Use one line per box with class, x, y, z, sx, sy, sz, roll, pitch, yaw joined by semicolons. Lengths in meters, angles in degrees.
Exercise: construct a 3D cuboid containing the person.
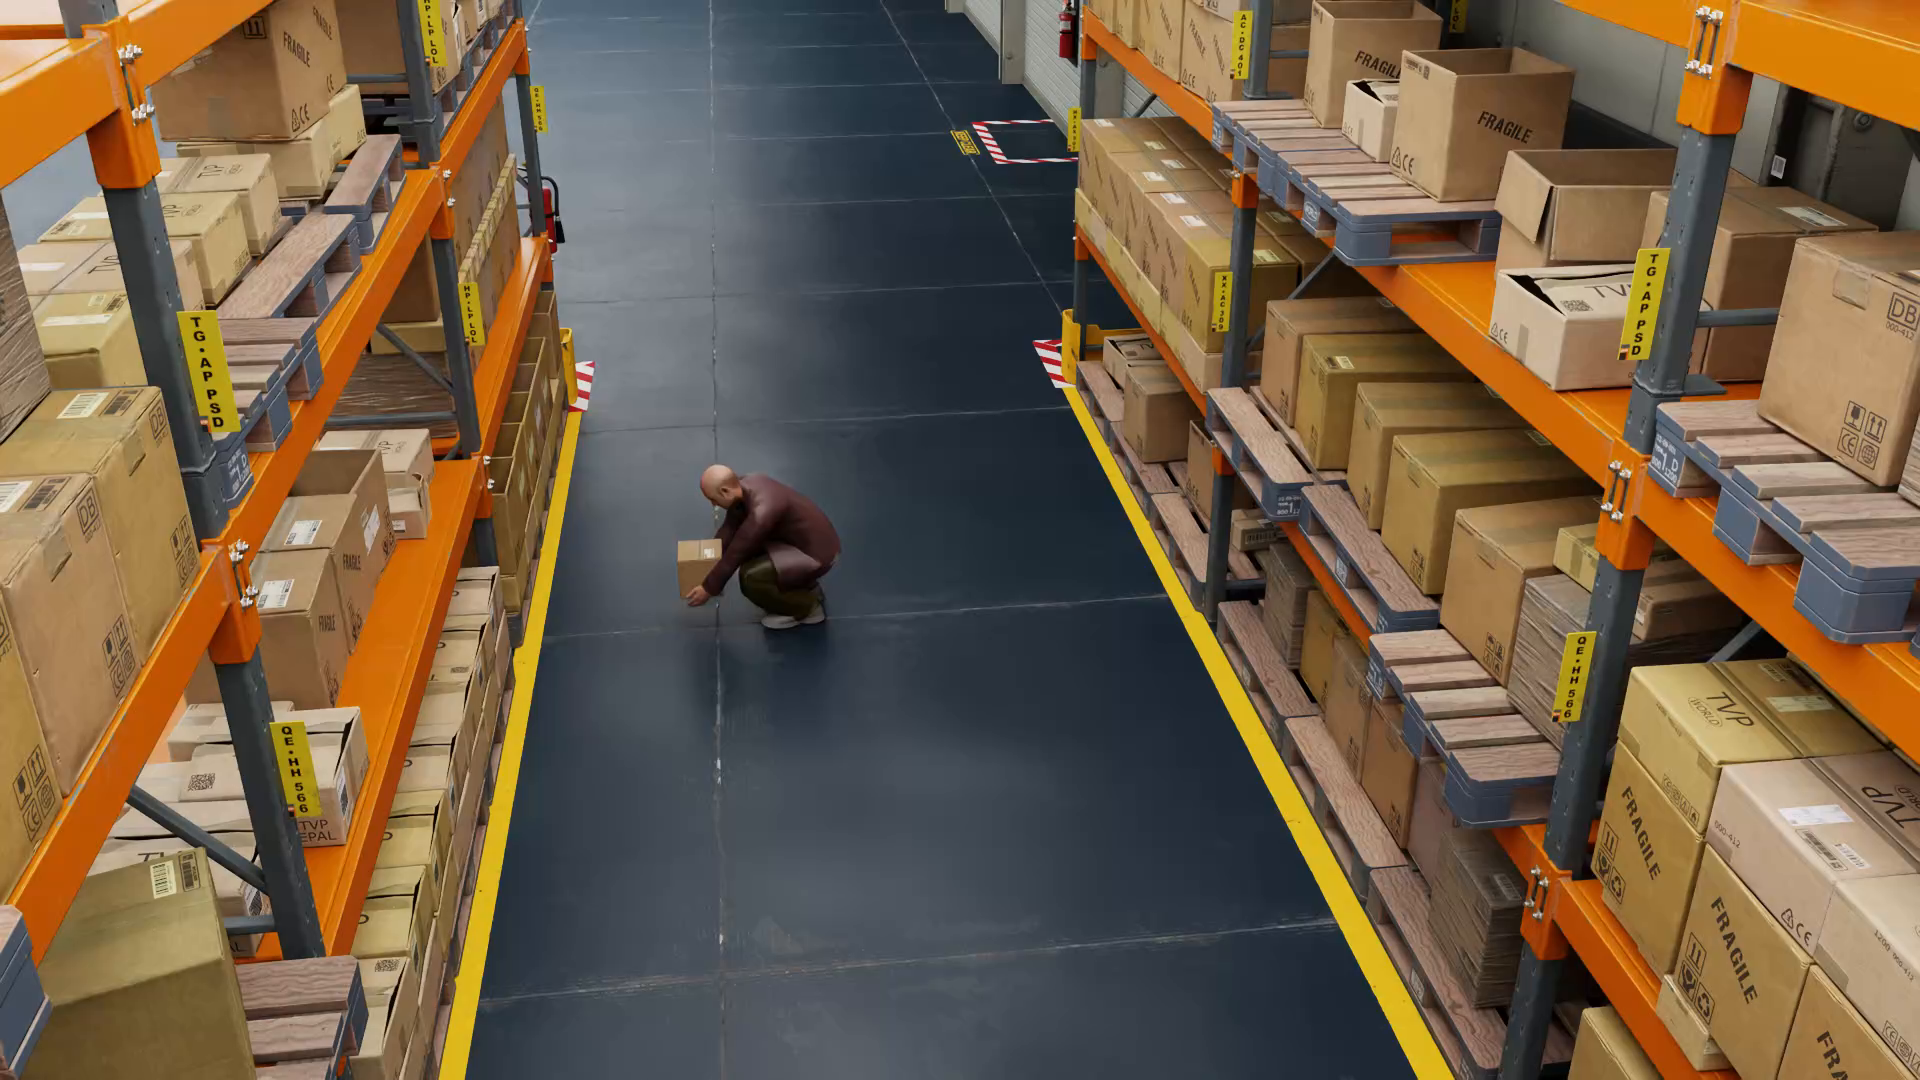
person;-1.132;0.003;9.520;0.905;0.980;0.599;-4;27;-7
